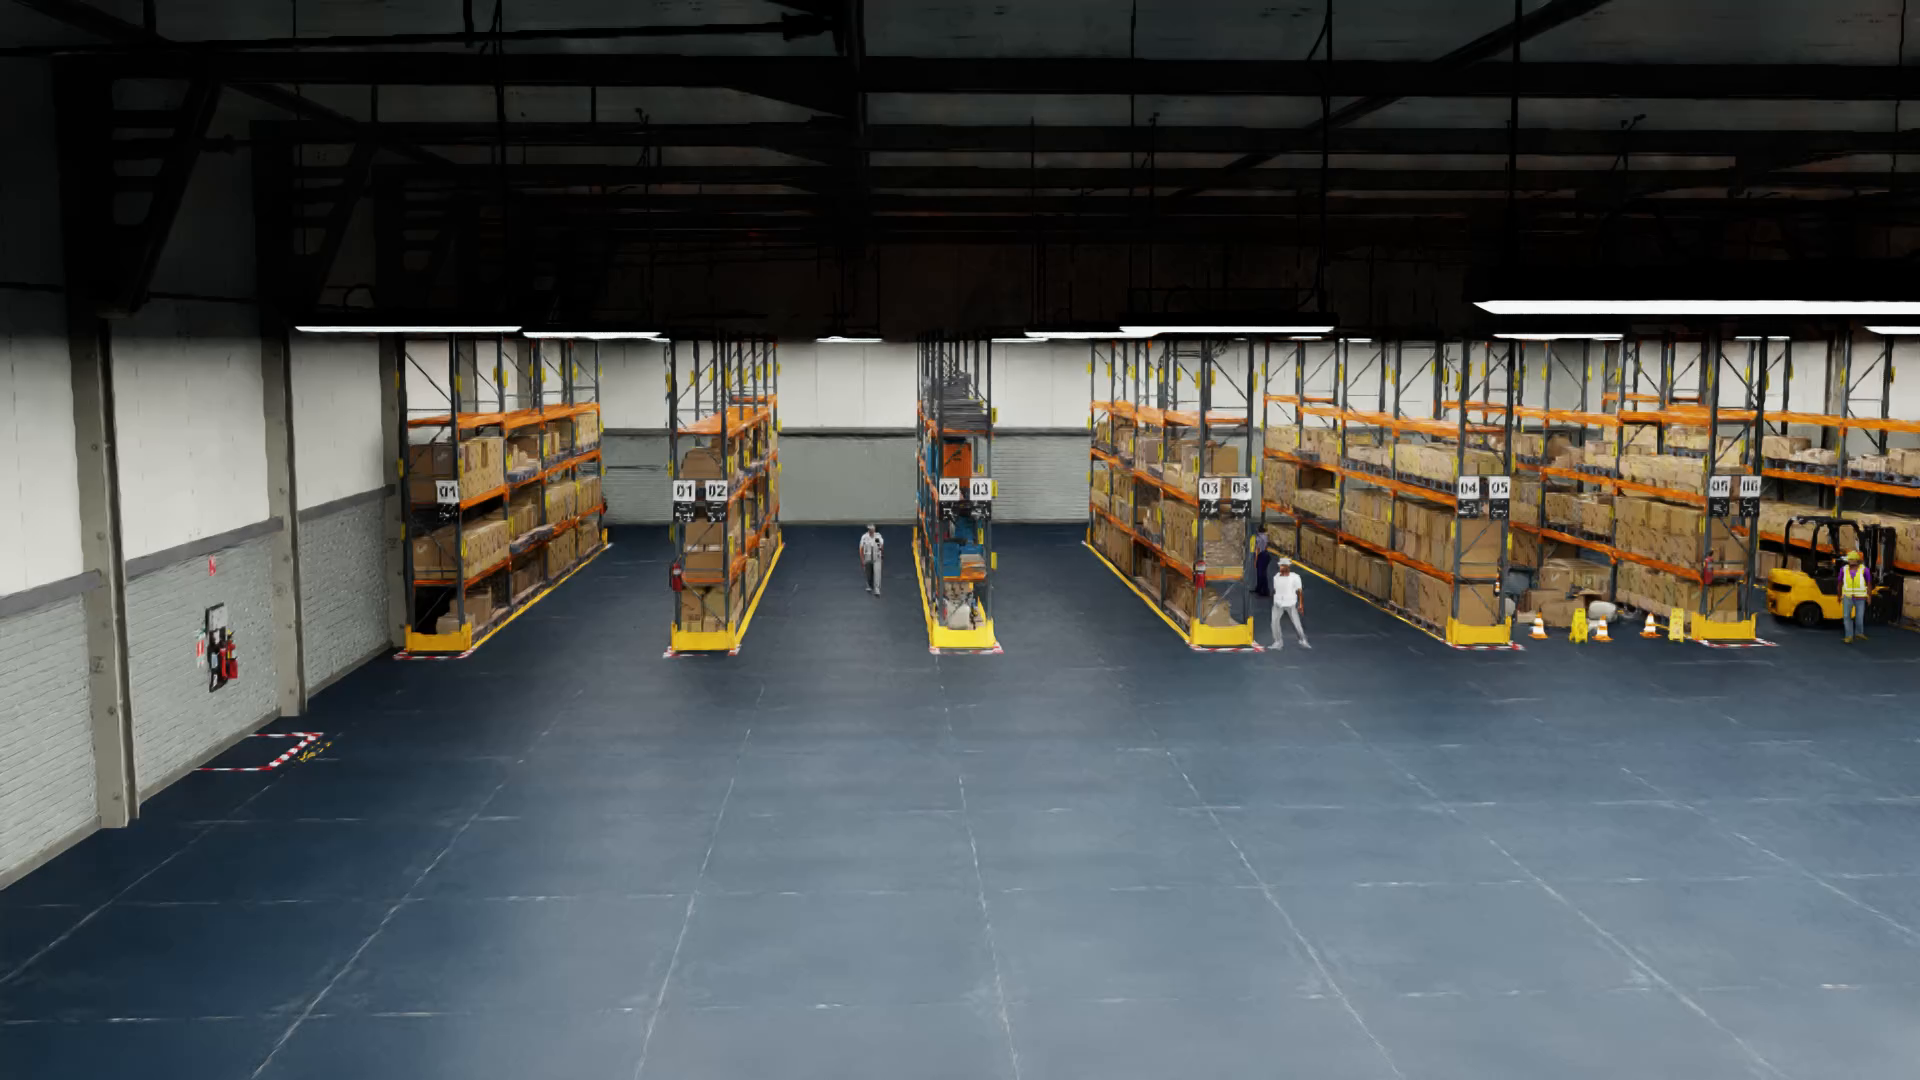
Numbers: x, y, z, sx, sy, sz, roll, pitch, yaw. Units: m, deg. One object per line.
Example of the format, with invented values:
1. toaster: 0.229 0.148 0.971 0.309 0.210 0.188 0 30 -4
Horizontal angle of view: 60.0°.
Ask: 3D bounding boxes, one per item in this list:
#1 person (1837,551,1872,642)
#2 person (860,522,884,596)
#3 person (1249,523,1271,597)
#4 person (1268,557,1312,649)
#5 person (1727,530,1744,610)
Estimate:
1. person: 17.286 1.078 32.134 0.603 1.753 0.570 5 8 34
2. person: -2.015 0.415 37.889 0.542 1.672 1.126 0 7 -1
3. person: 6.820 0.439 37.857 0.556 1.644 0.598 4 8 28
4. person: 6.209 1.194 31.209 0.764 1.737 0.613 5 8 35
5. person: 16.651 0.633 35.869 0.494 1.725 0.578 3 8 27
